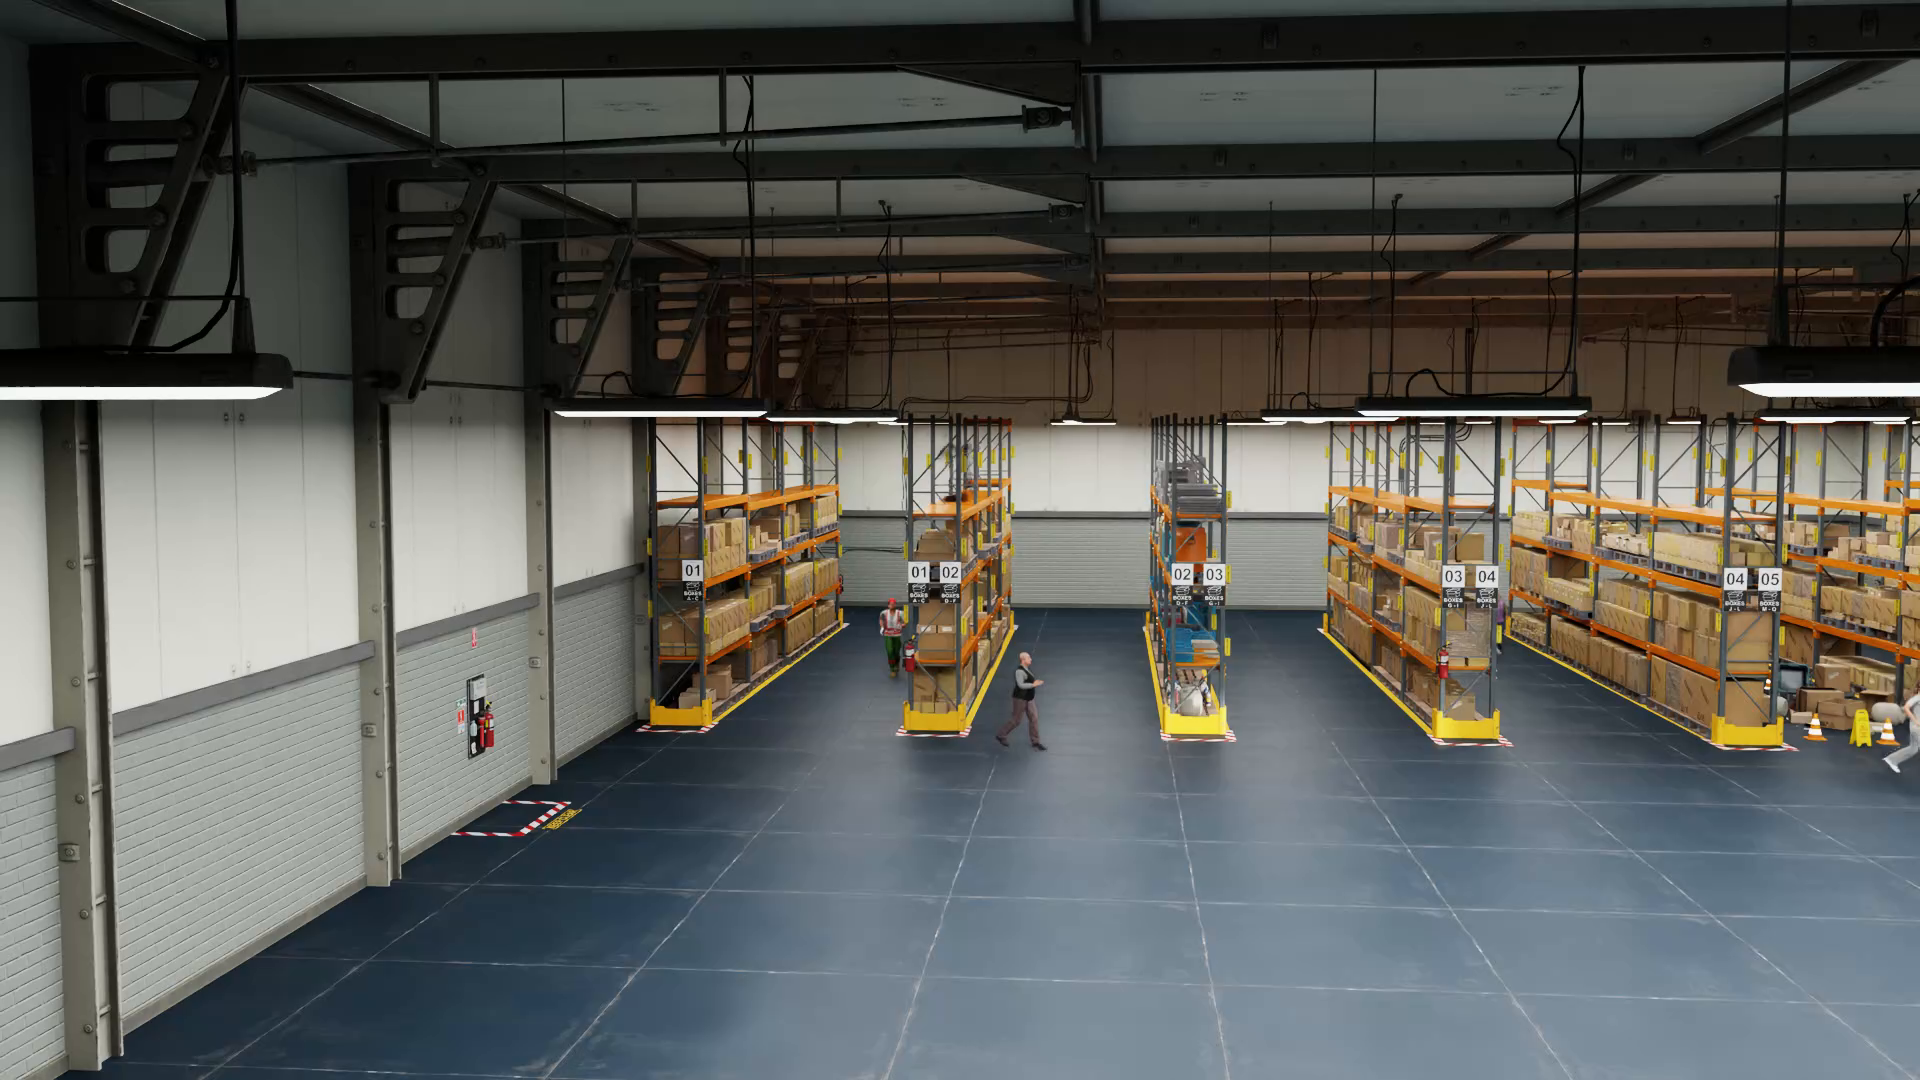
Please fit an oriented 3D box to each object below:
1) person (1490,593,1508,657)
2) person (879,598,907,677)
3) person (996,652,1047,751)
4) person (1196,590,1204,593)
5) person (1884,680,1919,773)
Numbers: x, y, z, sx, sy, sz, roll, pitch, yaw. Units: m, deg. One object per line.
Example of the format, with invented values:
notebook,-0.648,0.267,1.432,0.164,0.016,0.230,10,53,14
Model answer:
person,13.541,2.105,41.918,0.550,1.616,0.825,1,4,9
person,-1.556,2.231,38.492,0.664,1.788,0.902,0,4,2
person,1.097,2.850,29.474,0.948,1.732,0.644,2,4,23
person,6.844,1.658,47.742,0.740,1.722,0.746,2,4,27
person,15.472,3.072,26.899,0.974,1.676,0.582,4,5,44
